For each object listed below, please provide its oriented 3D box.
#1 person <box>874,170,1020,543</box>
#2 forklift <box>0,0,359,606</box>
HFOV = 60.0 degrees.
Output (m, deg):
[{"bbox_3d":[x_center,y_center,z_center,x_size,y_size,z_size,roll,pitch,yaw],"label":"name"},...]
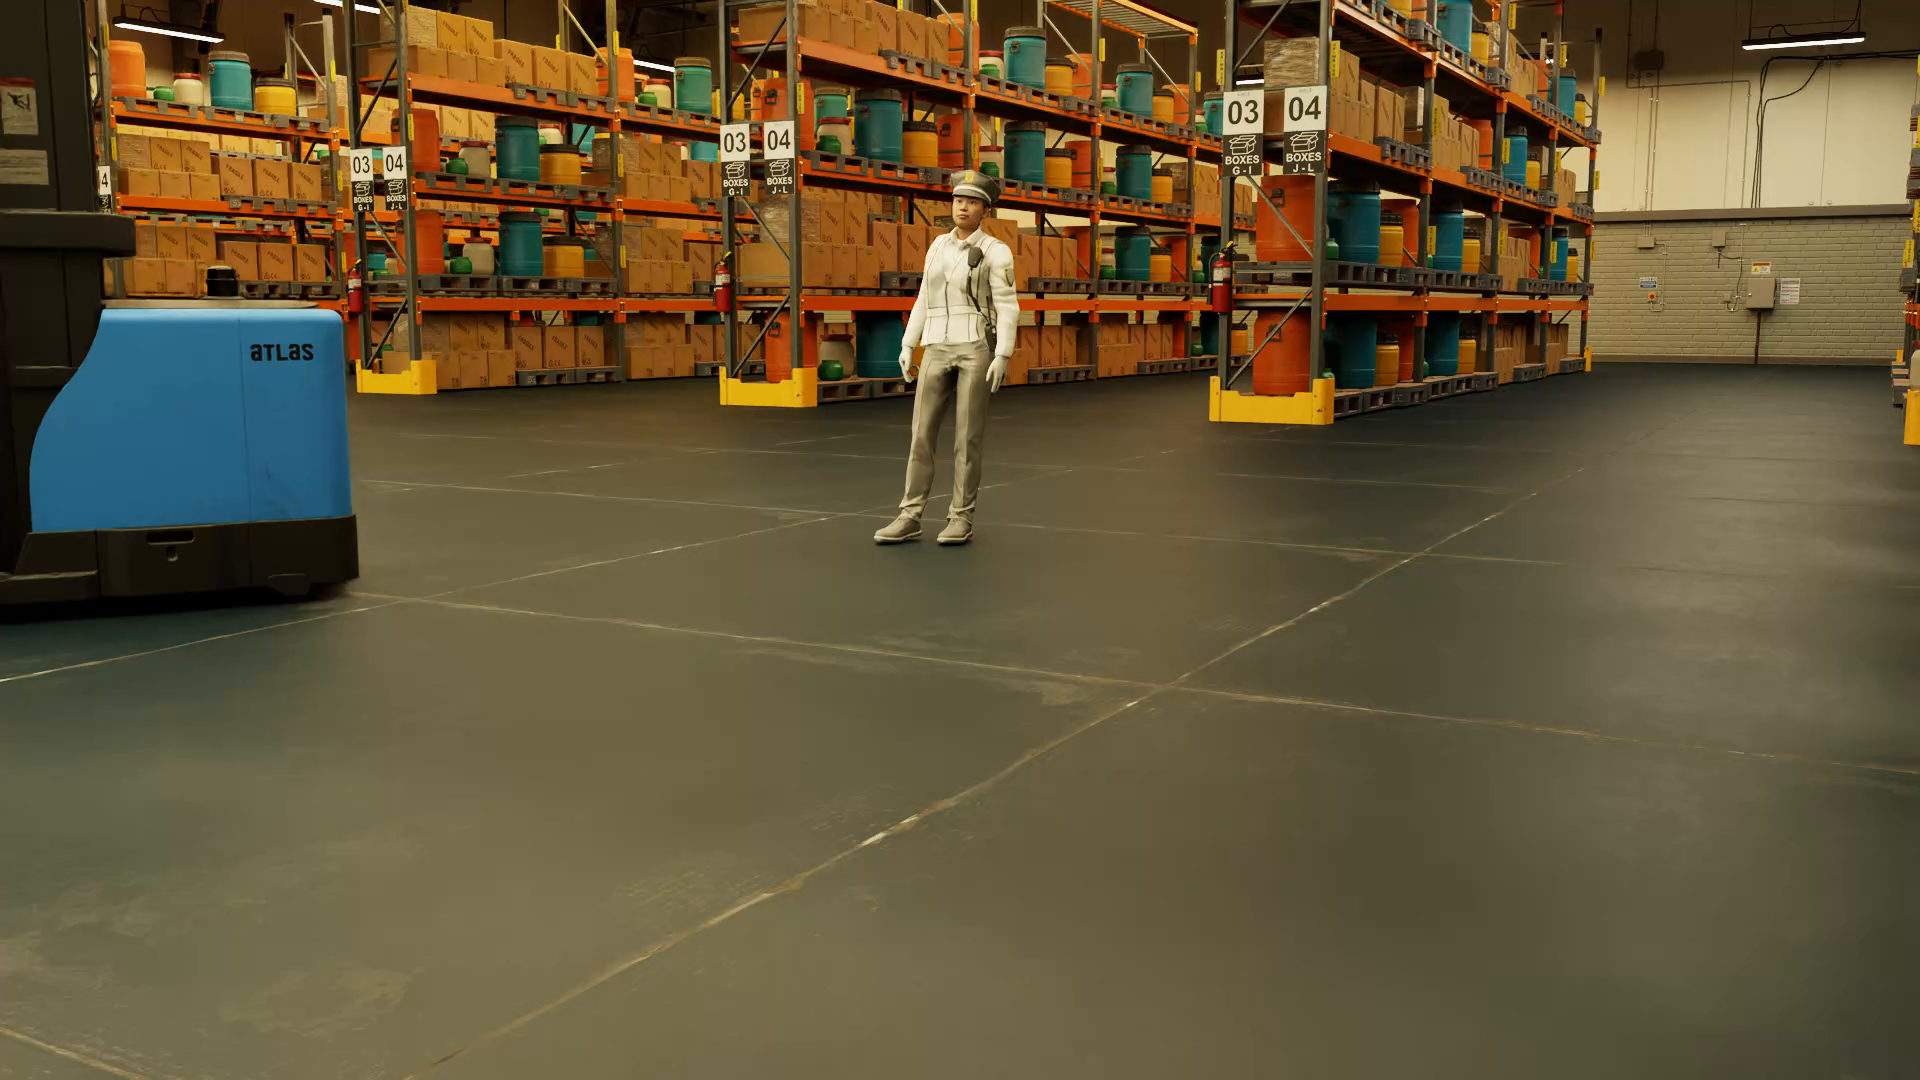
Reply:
[{"bbox_3d":[-0.038,-0.839,7.642,0.588,1.696,0.533,4,9,29],"label":"person"},{"bbox_3d":[-3.821,-1.205,5.824,3.031,2.935,1.130,-4,9,-26],"label":"forklift"}]
